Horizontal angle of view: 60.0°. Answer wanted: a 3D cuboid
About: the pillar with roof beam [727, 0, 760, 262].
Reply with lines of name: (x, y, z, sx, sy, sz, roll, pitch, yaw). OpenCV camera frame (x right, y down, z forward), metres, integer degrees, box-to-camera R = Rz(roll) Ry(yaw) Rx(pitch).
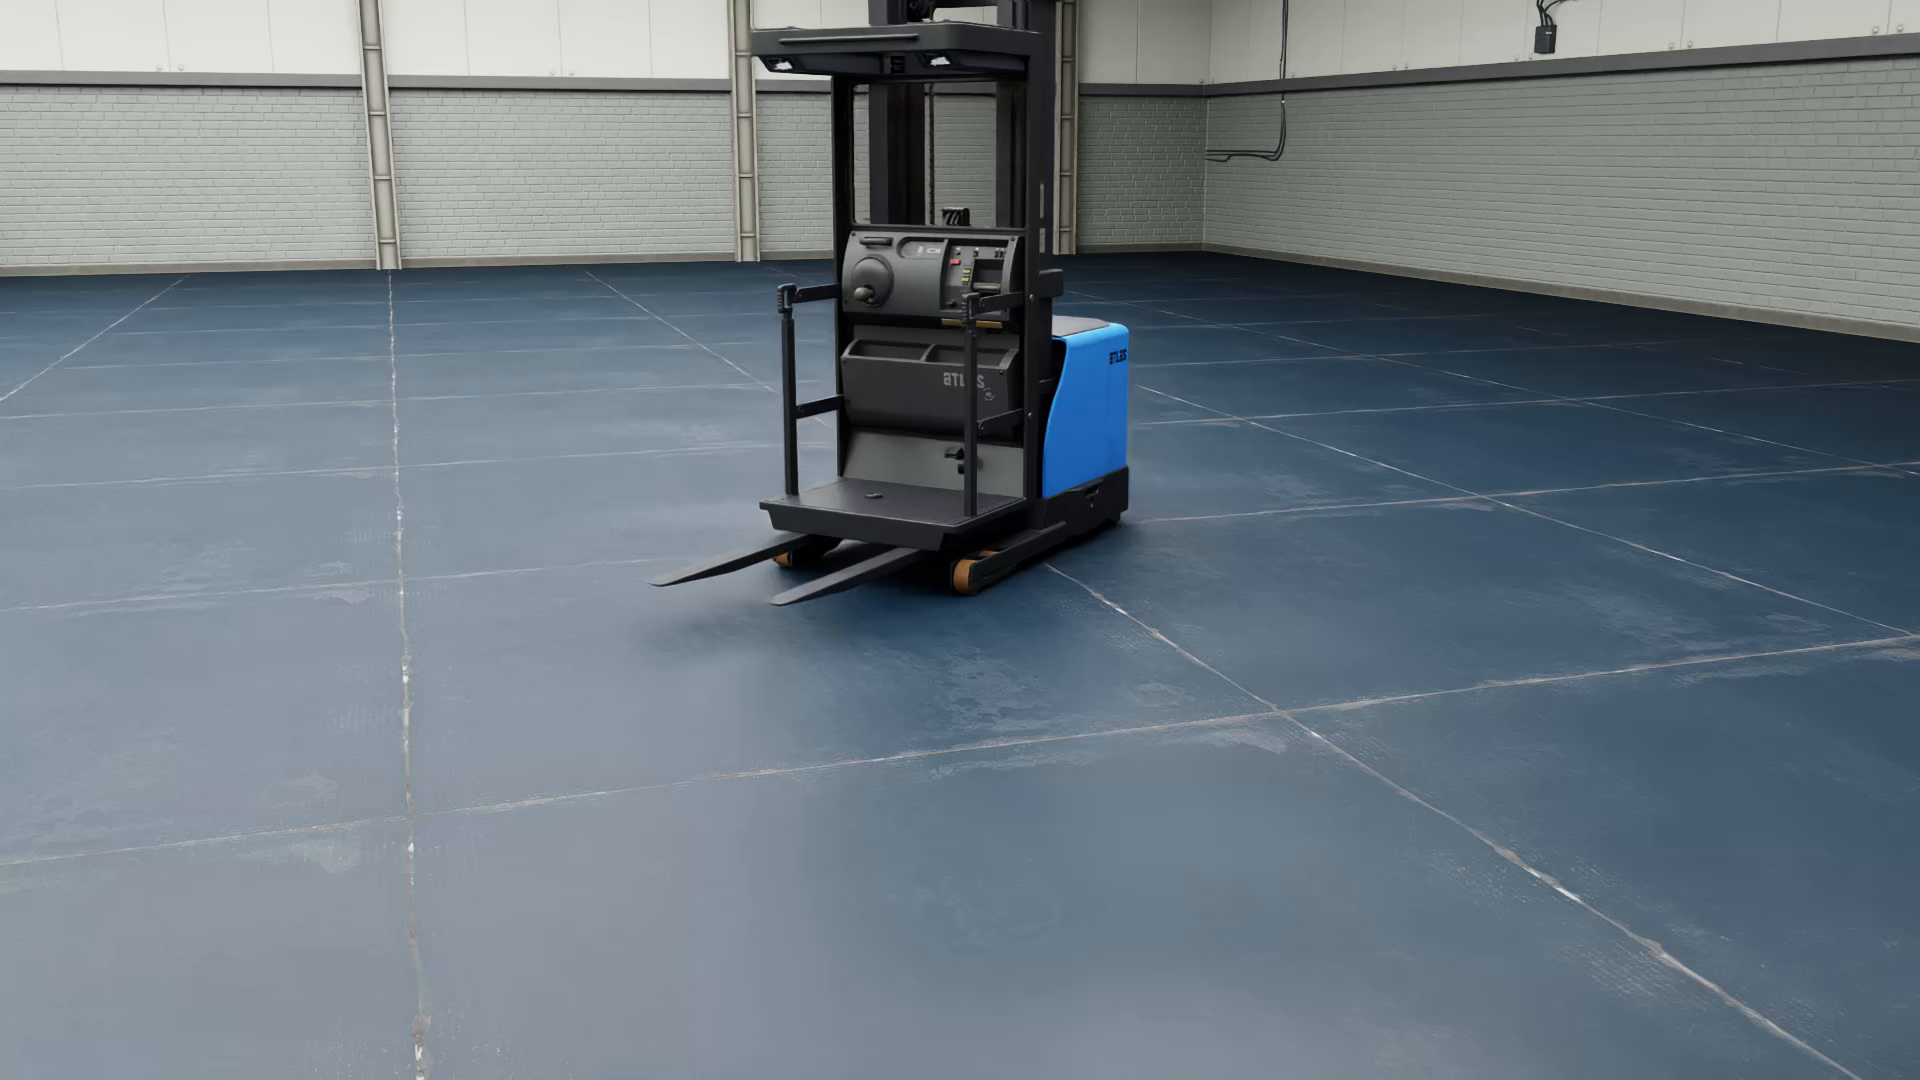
pillar with roof beam: (-2.381, -8.365, 24.365, 0.400, 9.000, 9.100, -4, 14, -18)

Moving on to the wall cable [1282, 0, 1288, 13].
wall cable: (6.010, -10.033, 27.172, 0.112, 2.526, 3.097, -4, 14, -18)

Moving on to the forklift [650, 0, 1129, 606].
forklift: (-0.252, -1.294, 7.750, 1.130, 2.935, 3.031, 7, 15, 29)

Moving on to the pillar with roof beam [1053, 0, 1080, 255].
pillar with roof beam: (3.306, -8.808, 26.227, 0.400, 9.000, 9.100, -4, 14, -18)

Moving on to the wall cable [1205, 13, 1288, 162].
wall cable: (5.147, -8.169, 30.250, 0.112, 2.526, 3.097, -4, 14, -18)

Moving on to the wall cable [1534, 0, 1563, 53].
wall cable: (8.160, -9.251, 20.739, 0.169, 6.003, 2.305, -4, 14, -18)

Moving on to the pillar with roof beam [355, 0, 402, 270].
pillar with roof beam: (-8.067, -7.922, 22.503, 0.400, 9.000, 9.100, -4, 14, -18)
